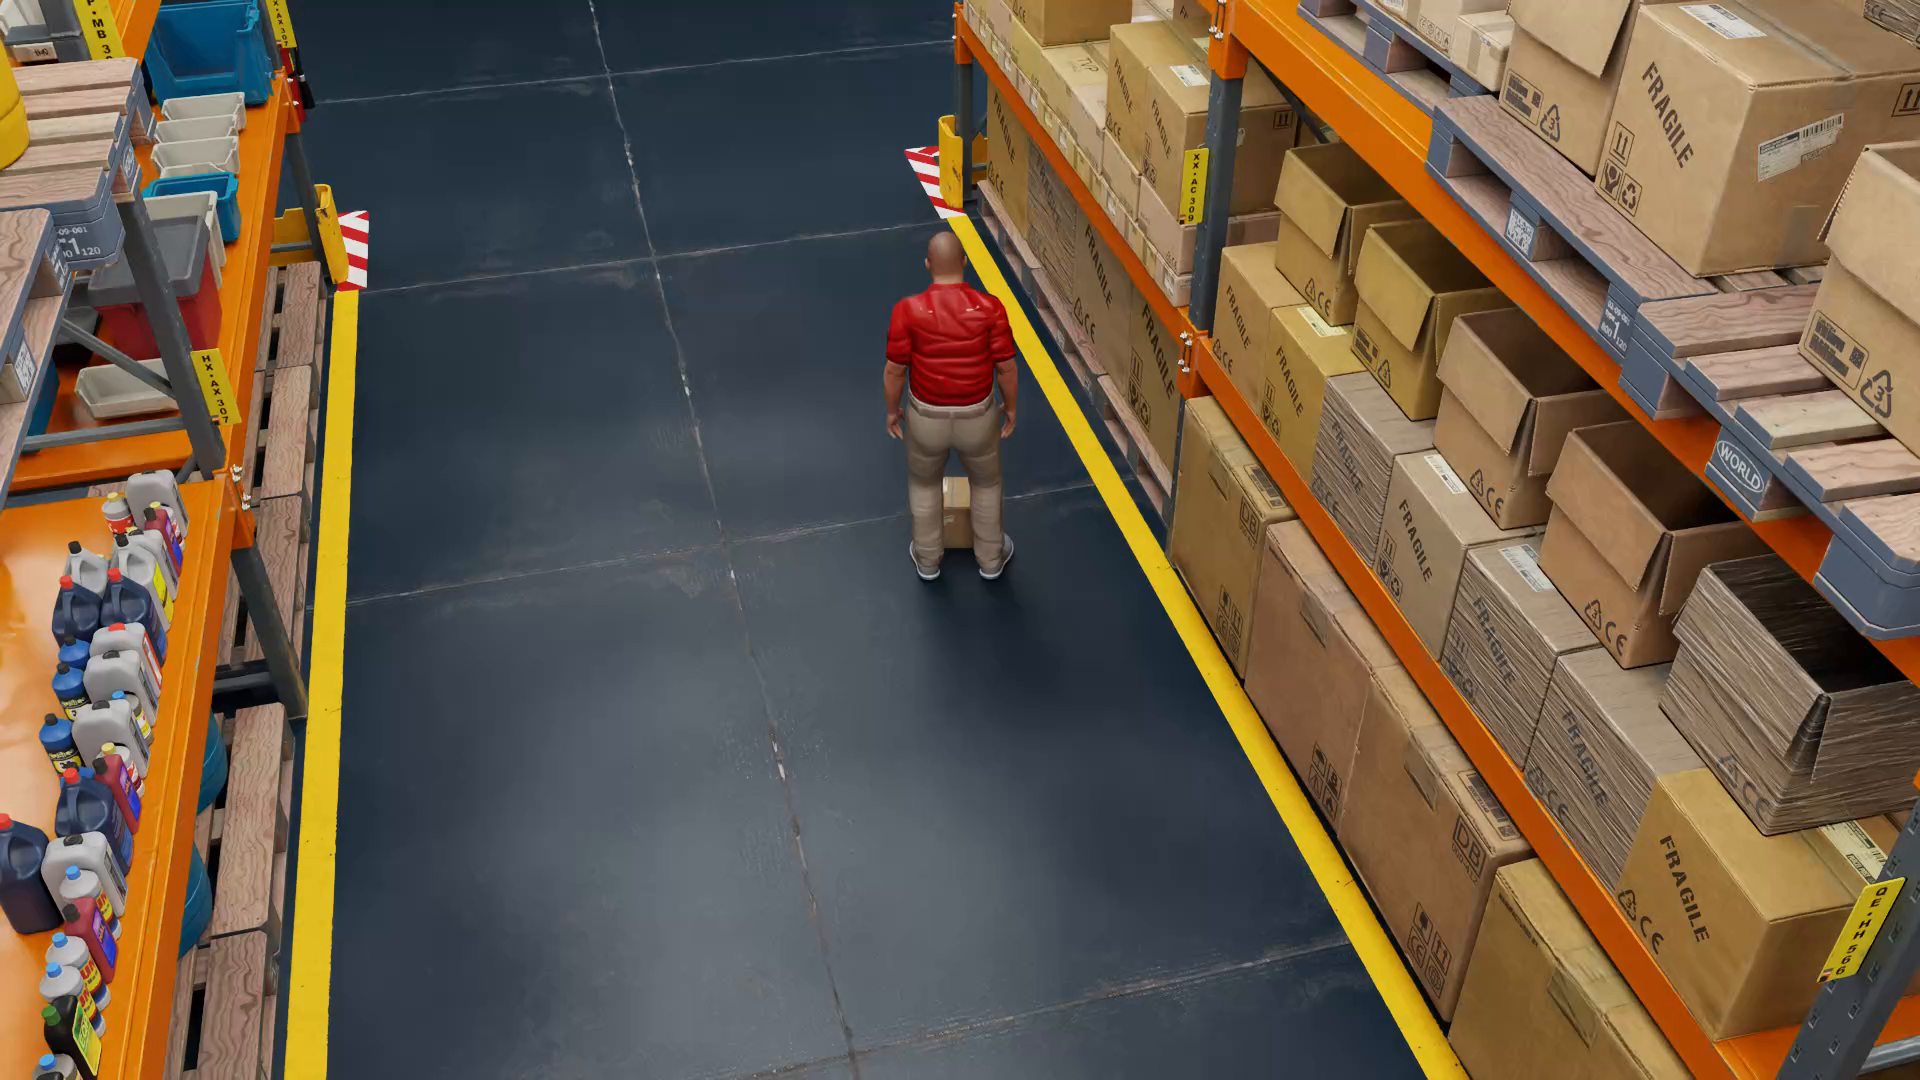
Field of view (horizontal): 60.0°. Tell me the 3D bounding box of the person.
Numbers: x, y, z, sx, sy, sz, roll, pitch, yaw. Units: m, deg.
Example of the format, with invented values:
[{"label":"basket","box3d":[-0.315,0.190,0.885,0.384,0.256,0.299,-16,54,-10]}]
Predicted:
[{"label":"person","box3d":[-0.037,-0.562,7.447,0.594,1.727,0.388,0,38,0]}]
